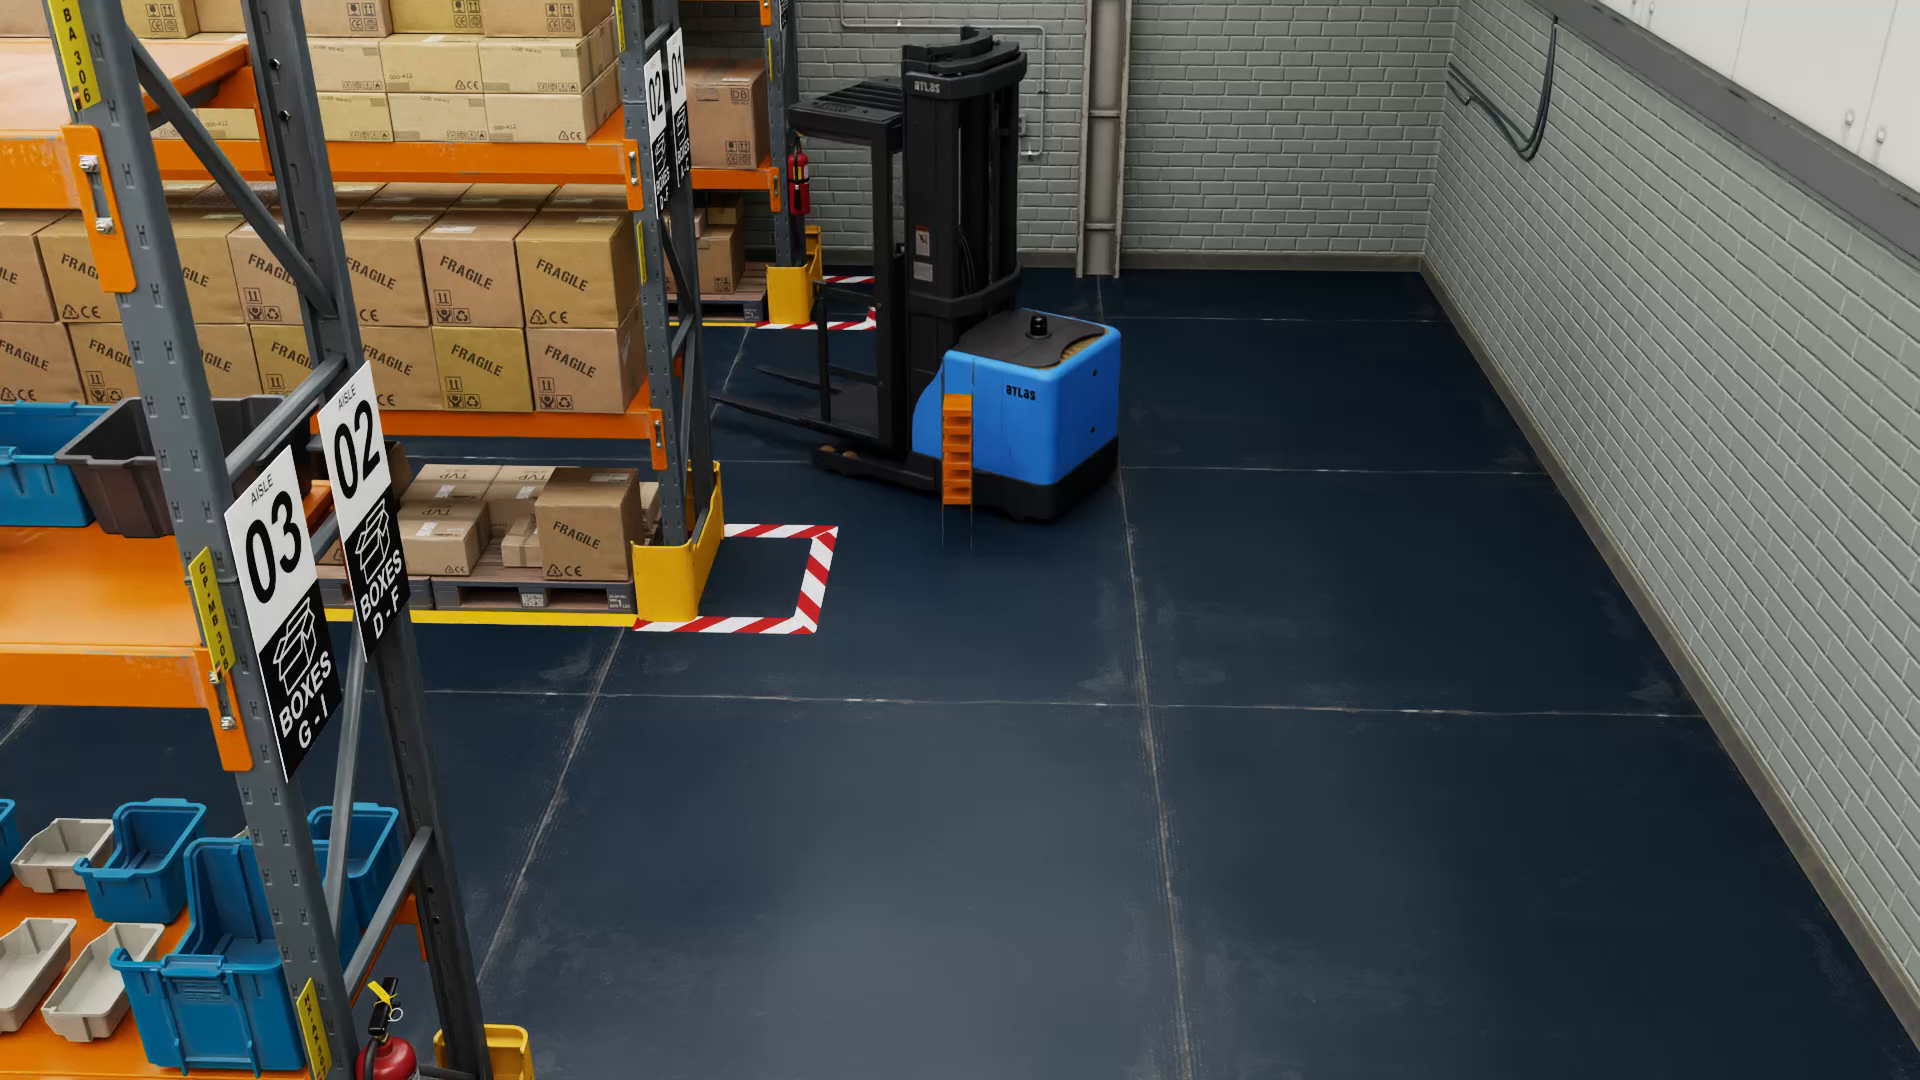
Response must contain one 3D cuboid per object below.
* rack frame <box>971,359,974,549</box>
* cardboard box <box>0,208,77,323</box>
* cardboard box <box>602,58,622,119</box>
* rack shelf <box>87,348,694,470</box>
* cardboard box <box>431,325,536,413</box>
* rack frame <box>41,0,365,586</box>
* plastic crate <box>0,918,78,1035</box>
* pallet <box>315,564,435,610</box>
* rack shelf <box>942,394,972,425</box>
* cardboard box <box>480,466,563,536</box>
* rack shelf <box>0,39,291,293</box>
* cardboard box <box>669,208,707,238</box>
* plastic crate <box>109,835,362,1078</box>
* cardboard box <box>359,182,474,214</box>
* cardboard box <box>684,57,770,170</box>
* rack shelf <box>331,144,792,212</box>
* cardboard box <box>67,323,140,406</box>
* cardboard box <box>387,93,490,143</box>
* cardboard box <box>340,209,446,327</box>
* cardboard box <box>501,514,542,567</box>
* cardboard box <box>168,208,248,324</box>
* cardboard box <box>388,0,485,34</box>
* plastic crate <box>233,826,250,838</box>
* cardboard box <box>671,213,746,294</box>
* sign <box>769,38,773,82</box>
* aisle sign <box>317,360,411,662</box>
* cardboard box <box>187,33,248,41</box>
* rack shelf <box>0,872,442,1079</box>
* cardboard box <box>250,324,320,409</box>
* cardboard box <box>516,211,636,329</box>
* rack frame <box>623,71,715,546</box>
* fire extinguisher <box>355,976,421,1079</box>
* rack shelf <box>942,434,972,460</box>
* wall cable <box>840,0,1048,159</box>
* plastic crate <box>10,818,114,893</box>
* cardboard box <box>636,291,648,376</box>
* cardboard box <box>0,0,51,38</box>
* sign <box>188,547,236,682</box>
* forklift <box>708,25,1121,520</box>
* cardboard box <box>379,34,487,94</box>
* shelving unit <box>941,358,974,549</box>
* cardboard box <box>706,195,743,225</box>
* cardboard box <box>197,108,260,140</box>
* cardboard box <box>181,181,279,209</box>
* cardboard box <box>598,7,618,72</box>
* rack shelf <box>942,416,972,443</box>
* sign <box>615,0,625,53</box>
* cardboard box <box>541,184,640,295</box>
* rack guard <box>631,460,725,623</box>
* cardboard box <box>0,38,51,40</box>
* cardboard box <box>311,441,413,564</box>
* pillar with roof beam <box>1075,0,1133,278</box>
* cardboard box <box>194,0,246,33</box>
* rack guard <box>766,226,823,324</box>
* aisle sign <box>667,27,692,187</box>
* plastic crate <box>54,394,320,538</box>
[{"bbox_3d":[0.077,-0.529,10.392,0.006,1.200,0.240,1,28,2],"label":"rack frame"},{"bbox_3d":[-5.170,-1.528,9.180,0.500,0.500,0.500,2,28,3],"label":"cardboard box"},{"bbox_3d":[-2.138,-2.502,9.149,0.500,0.250,0.500,1,28,2],"label":"cardboard box"},{"bbox_3d":[-3.632,-0.830,9.807,4.000,0.370,1.077,1,28,2],"label":"rack shelf"},{"bbox_3d":[-2.609,-1.046,9.339,0.500,0.500,0.500,1,28,2],"label":"cardboard box"},{"bbox_3d":[-1.812,-1.447,3.797,0.127,3.000,1.000,1,28,2],"label":"rack frame"},{"bbox_3d":[-2.922,1.353,5.138,0.243,0.136,0.396,1,28,2],"label":"plastic crate"},{"bbox_3d":[-3.722,0.082,10.296,1.213,0.211,1.003,1,28,2],"label":"pallet"},{"bbox_3d":[-0.014,-0.809,10.247,0.180,0.103,0.258,1,28,2],"label":"rack shelf"},{"bbox_3d":[-2.666,-0.245,10.400,0.500,0.250,0.500,1,28,2],"label":"cardboard box"},{"bbox_3d":[-3.811,-0.986,4.122,4.000,0.370,1.077,1,28,2],"label":"rack shelf"},{"bbox_3d":[-2.300,-2.683,14.062,0.250,0.149,0.380,1,28,1],"label":"cardboard box"},{"bbox_3d":[-2.153,1.243,5.026,0.499,0.435,0.616,1,28,2],"label":"plastic crate"},{"bbox_3d":[-3.090,-1.747,9.595,0.500,0.500,0.500,1,28,3],"label":"cardboard box"},{"bbox_3d":[-1.972,-3.570,13.887,0.700,0.700,0.980,2,28,4],"label":"cardboard box"},{"bbox_3d":[-3.461,-3.149,14.181,4.000,0.370,1.077,1,28,2],"label":"rack shelf"},{"bbox_3d":[-4.619,-1.082,9.408,0.500,0.500,0.500,1,28,3],"label":"cardboard box"},{"bbox_3d":[-2.655,-2.273,8.717,0.500,0.250,0.500,1,28,2],"label":"cardboard box"},{"bbox_3d":[-3.111,-1.494,9.117,0.500,0.500,0.500,2,28,3],"label":"cardboard box"},{"bbox_3d":[-2.587,0.000,10.028,0.250,0.166,0.380,1,28,2],"label":"cardboard box"},{"bbox_3d":[-4.140,-1.511,9.148,0.500,0.500,0.500,0,28,0],"label":"cardboard box"},{"bbox_3d":[-2.644,-2.975,8.708,0.500,0.500,0.700,1,28,2],"label":"cardboard box"},{"bbox_3d":[-2.365,1.091,5.632,0.298,0.136,0.250,1,28,2],"label":"plastic crate"},{"bbox_3d":[-2.165,-2.480,14.371,0.500,0.500,0.700,1,28,2],"label":"cardboard box"},{"bbox_3d":[-1.495,-3.796,13.145,0.005,0.325,0.100,1,28,2],"label":"sign"},{"bbox_3d":[-1.729,-0.083,4.854,0.004,0.787,0.394,1,28,2],"label":"aisle sign"},{"bbox_3d":[-3.655,-2.507,8.627,0.500,0.250,0.500,1,28,2],"label":"cardboard box"},{"bbox_3d":[-3.811,1.488,5.433,4.000,0.370,1.077,1,28,2],"label":"rack shelf"},{"bbox_3d":[-3.611,-1.065,9.376,0.500,0.500,0.500,1,28,1],"label":"cardboard box"},{"bbox_3d":[-2.088,-1.480,9.090,0.500,0.500,0.500,1,28,1],"label":"cardboard box"},{"bbox_3d":[-1.633,-1.115,9.576,0.127,3.000,1.000,1,28,2],"label":"rack frame"},{"bbox_3d":[-1.677,1.618,4.902,0.183,0.674,0.296,1,28,2],"label":"fire extinguisher"},{"bbox_3d":[-0.014,-0.597,10.359,0.180,0.103,0.258,1,28,2],"label":"rack shelf"},{"bbox_3d":[-0.149,-4.304,14.508,1.851,1.984,0.084,1,28,2],"label":"wall cable"},{"bbox_3d":[-3.042,1.080,5.653,0.298,0.136,0.250,1,28,2],"label":"plastic crate"},{"bbox_3d":[-2.067,-1.290,9.799,0.500,0.500,0.500,2,28,3],"label":"cardboard box"},{"bbox_3d":[-4.649,-2.928,8.618,0.500,0.500,0.700,1,28,2],"label":"cardboard box"},{"bbox_3d":[-1.815,0.182,4.038,0.005,0.325,0.100,1,28,2],"label":"sign"},{"bbox_3d":[-0.435,-1.930,11.188,3.031,2.935,1.130,16,32,28],"label":"forklift"},{"bbox_3d":[-2.655,-2.492,8.598,0.500,0.250,0.500,1,28,2],"label":"cardboard box"},{"bbox_3d":[-0.014,-0.530,10.395,0.189,1.200,0.258,1,28,2],"label":"shelving unit"},{"bbox_3d":[-2.033,-2.858,14.392,0.250,0.149,0.380,1,28,2],"label":"cardboard box"},{"bbox_3d":[-3.655,-2.290,8.751,0.500,0.250,0.500,1,28,2],"label":"cardboard box"},{"bbox_3d":[-4.101,-1.764,9.627,0.500,0.500,0.500,1,28,2],"label":"cardboard box"},{"bbox_3d":[-2.137,-2.725,9.037,0.500,0.250,0.500,1,28,2],"label":"cardboard box"},{"bbox_3d":[-0.014,-0.703,10.303,0.180,0.103,0.258,1,28,2],"label":"rack shelf"},{"bbox_3d":[-1.673,-2.572,8.177,0.005,0.325,0.100,1,28,2],"label":"sign"},{"bbox_3d":[-2.067,-1.732,9.565,0.500,0.500,0.500,2,28,3],"label":"cardboard box"},{"bbox_3d":[-1.709,-0.012,10.164,0.348,0.500,1.175,1,28,2],"label":"rack guard"},{"bbox_3d":[-4.654,-2.529,8.668,0.500,0.250,0.500,1,28,2],"label":"cardboard box"},{"bbox_3d":[-3.753,-0.244,10.128,0.637,0.503,0.797,1,28,2],"label":"cardboard box"},{"bbox_3d":[1.115,-4.430,9.424,0.400,9.000,9.100,1,28,2],"label":"pillar with roof beam"},{"bbox_3d":[-3.644,-2.985,8.727,0.500,0.500,0.700,1,28,2],"label":"cardboard box"},{"bbox_3d":[-1.438,-2.329,14.535,0.348,0.500,1.175,1,28,2],"label":"rack guard"},{"bbox_3d":[-1.555,-2.400,9.224,0.004,0.787,0.394,1,28,2],"label":"aisle sign"},{"bbox_3d":[-2.187,-0.201,4.789,0.590,0.269,0.497,1,28,2],"label":"plastic crate"}]
